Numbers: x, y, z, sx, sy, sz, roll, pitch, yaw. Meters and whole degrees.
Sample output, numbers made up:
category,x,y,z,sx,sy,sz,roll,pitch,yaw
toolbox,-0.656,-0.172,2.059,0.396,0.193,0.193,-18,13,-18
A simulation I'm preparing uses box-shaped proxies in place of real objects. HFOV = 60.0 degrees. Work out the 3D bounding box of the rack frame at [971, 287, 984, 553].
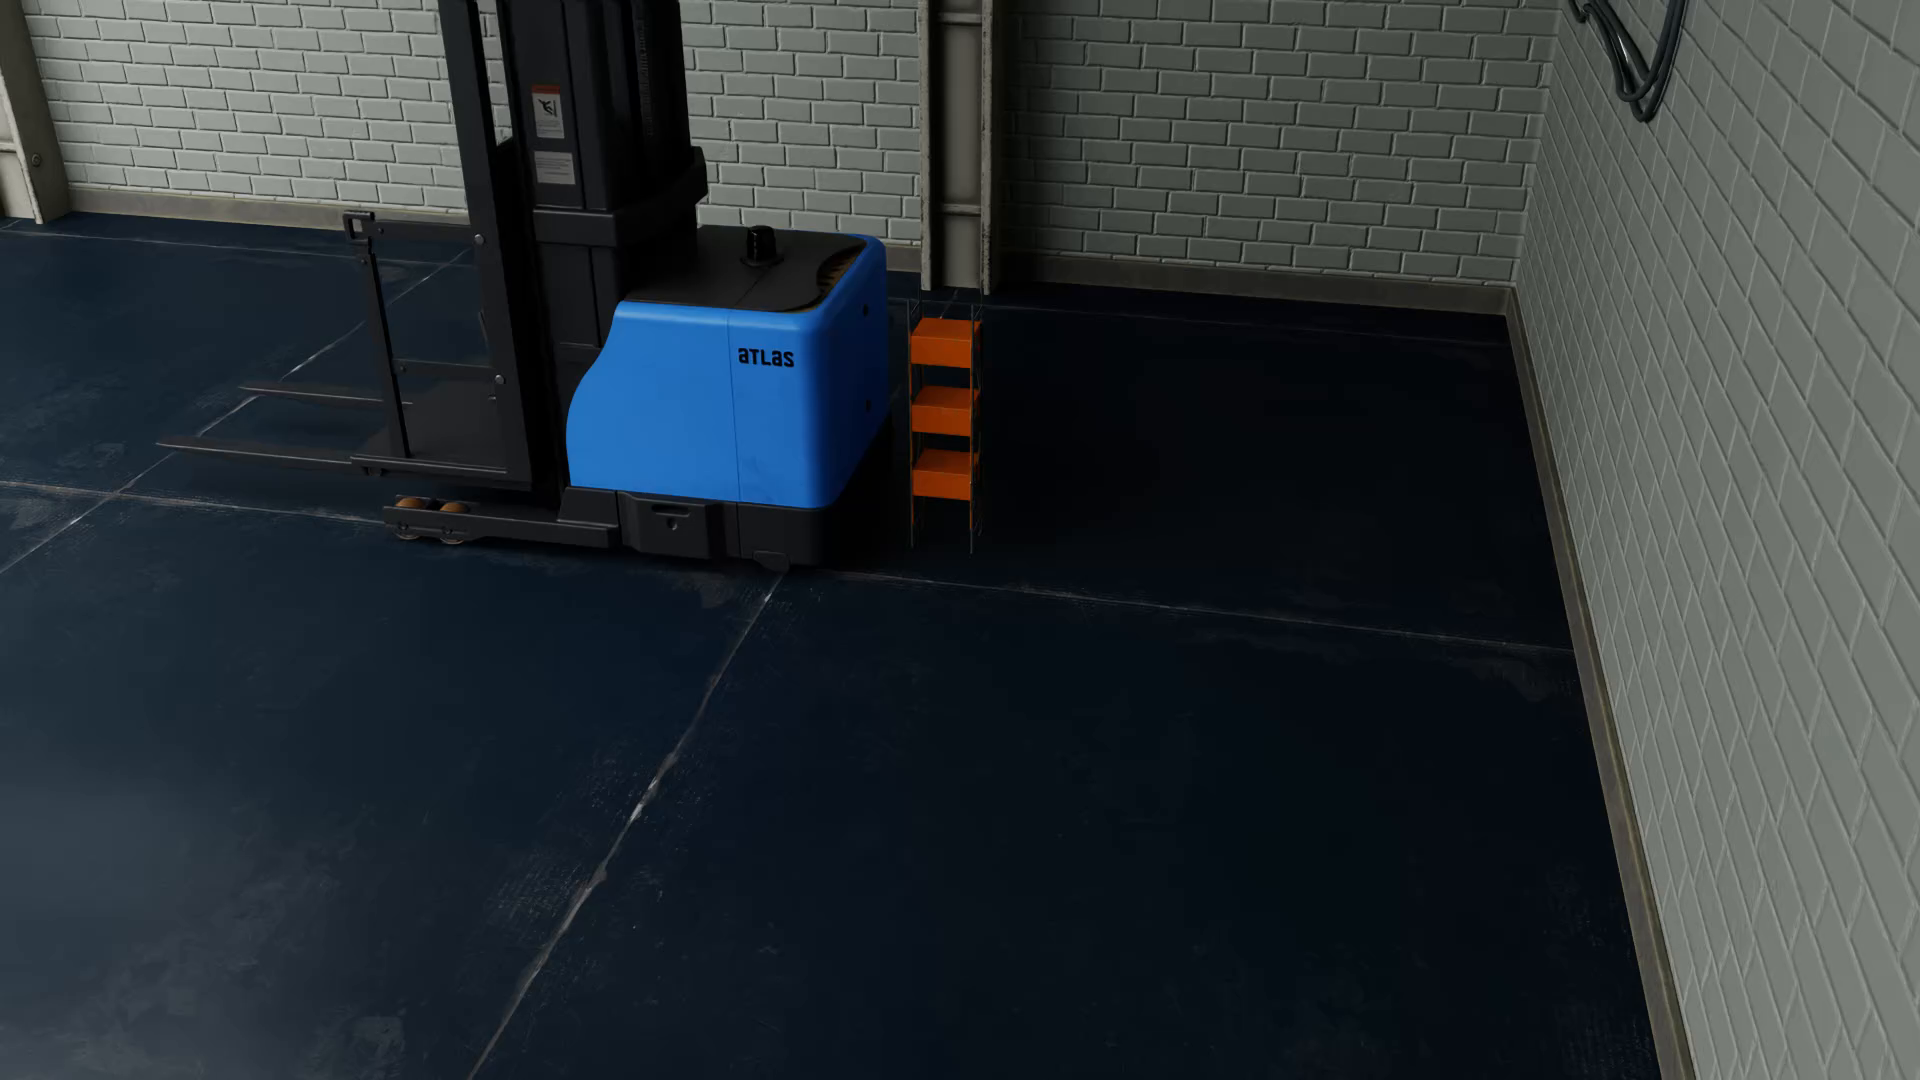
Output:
category,x,y,z,sx,sy,sz,roll,pitch,yaw
rack frame,0.067,-0.454,6.485,0.008,1.050,0.200,6,29,11

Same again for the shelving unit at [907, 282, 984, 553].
category,x,y,z,sx,sy,sz,roll,pitch,yaw
shelving unit,-0.052,-0.466,6.508,0.252,1.050,0.215,6,29,11

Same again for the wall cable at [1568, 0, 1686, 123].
category,x,y,z,sx,sy,sz,roll,pitch,yaw
wall cable,2.614,-3.122,6.316,0.112,2.526,3.097,6,29,11

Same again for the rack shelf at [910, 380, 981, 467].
category,x,y,z,sx,sy,sz,roll,pitch,yaw
rack shelf,-0.052,-0.457,6.513,0.240,0.259,0.215,6,29,11

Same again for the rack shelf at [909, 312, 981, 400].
category,x,y,z,sx,sy,sz,roll,pitch,yaw
rack shelf,-0.052,-0.705,6.377,0.240,0.259,0.215,6,29,11

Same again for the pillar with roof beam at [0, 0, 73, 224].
category,x,y,z,sx,sy,sz,roll,pitch,yaw
pillar with roof beam,-6.758,-3.981,4.650,0.400,9.000,9.100,6,29,11

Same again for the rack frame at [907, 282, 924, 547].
category,x,y,z,sx,sy,sz,roll,pitch,yaw
rack frame,-0.172,-0.478,6.530,0.008,1.050,0.200,6,29,11

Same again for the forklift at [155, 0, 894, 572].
category,x,y,z,sx,sy,sz,roll,pitch,yaw
forklift,-1.857,-1.508,6.453,3.031,2.935,1.130,6,29,10

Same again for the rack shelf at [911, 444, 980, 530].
category,x,y,z,sx,sy,sz,roll,pitch,yaw
rack shelf,-0.052,-0.213,6.646,0.240,0.259,0.215,6,29,11

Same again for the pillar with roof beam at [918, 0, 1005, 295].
category,x,y,z,sx,sy,sz,roll,pitch,yaw
pillar with roof beam,-0.890,-3.379,3.551,0.400,9.000,9.100,6,29,11
